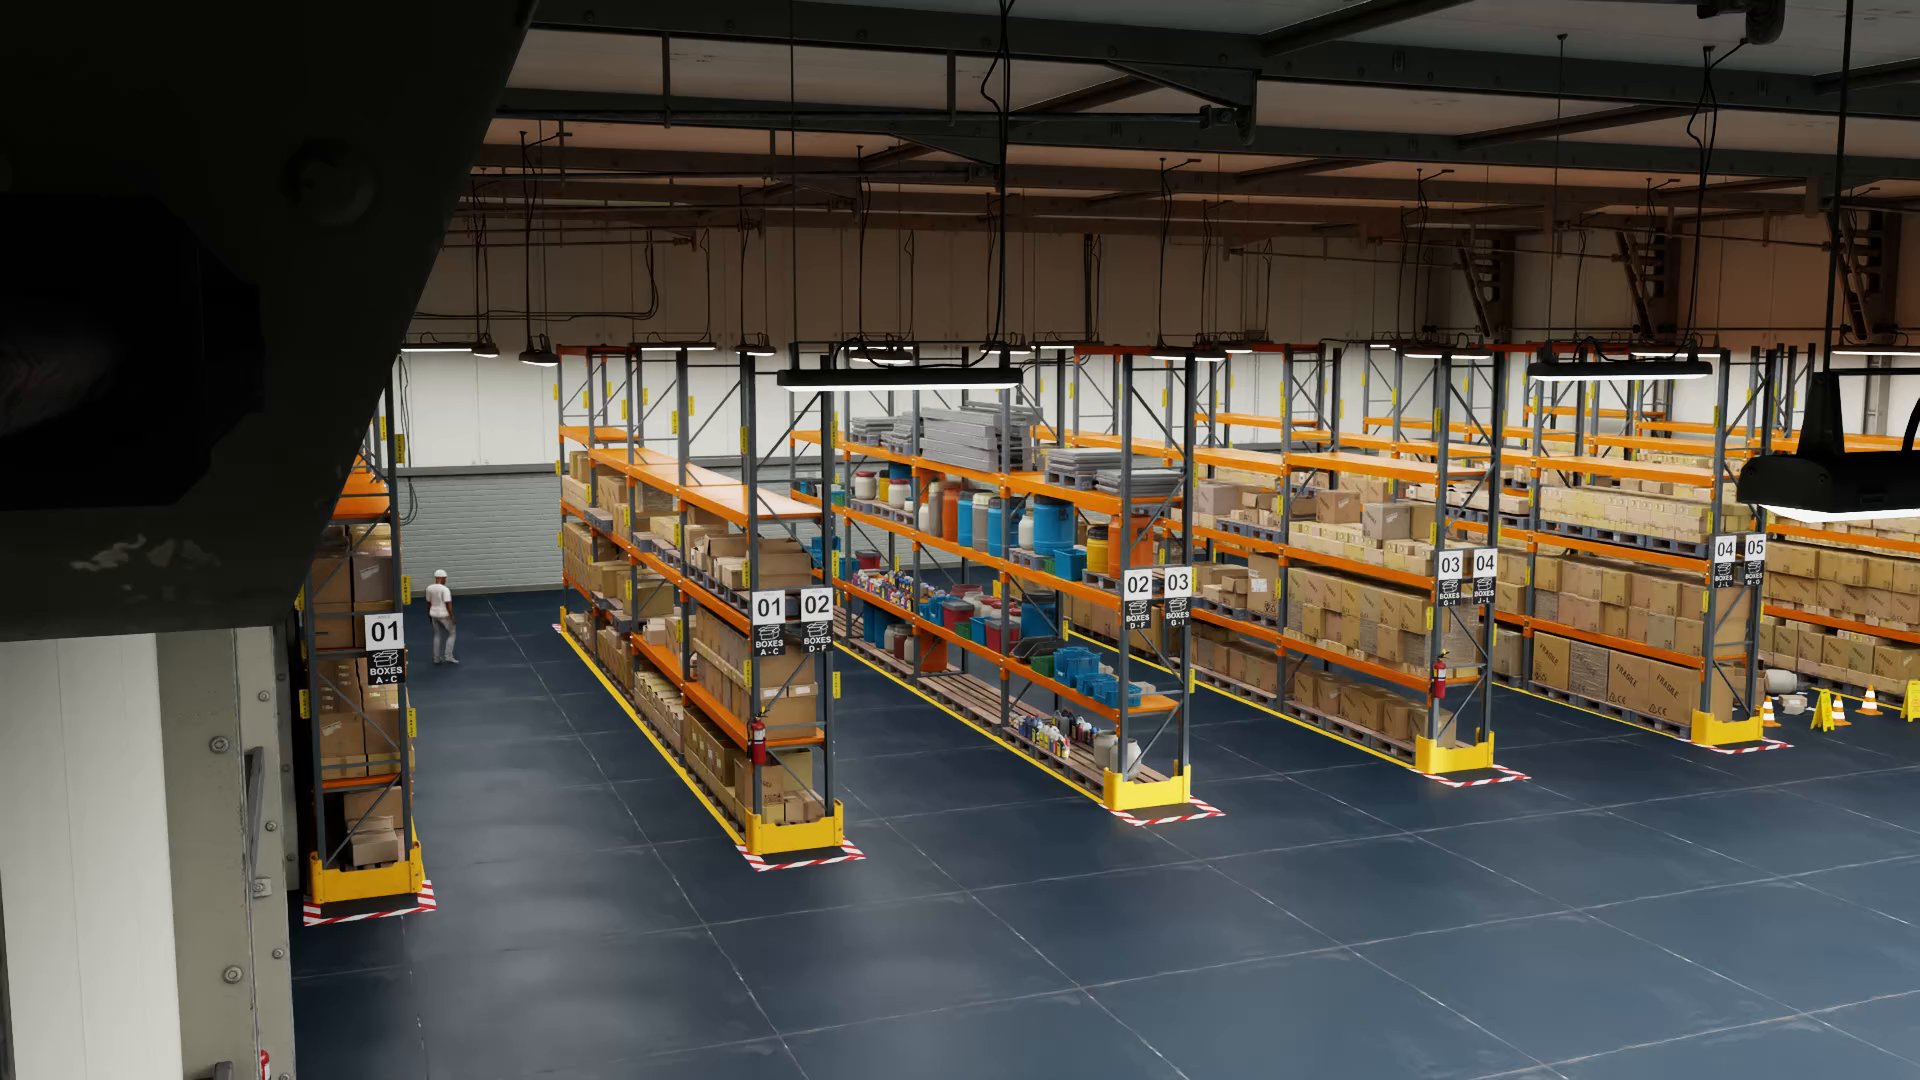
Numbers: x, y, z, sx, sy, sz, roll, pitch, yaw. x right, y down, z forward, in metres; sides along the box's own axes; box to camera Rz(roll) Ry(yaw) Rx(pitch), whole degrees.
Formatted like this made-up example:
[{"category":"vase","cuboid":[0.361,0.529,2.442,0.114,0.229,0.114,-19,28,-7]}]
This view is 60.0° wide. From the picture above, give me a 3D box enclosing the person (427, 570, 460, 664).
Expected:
[{"category":"person","cuboid":[-9.834,1.462,31.546,0.669,1.808,0.382,4,8,27]}]
